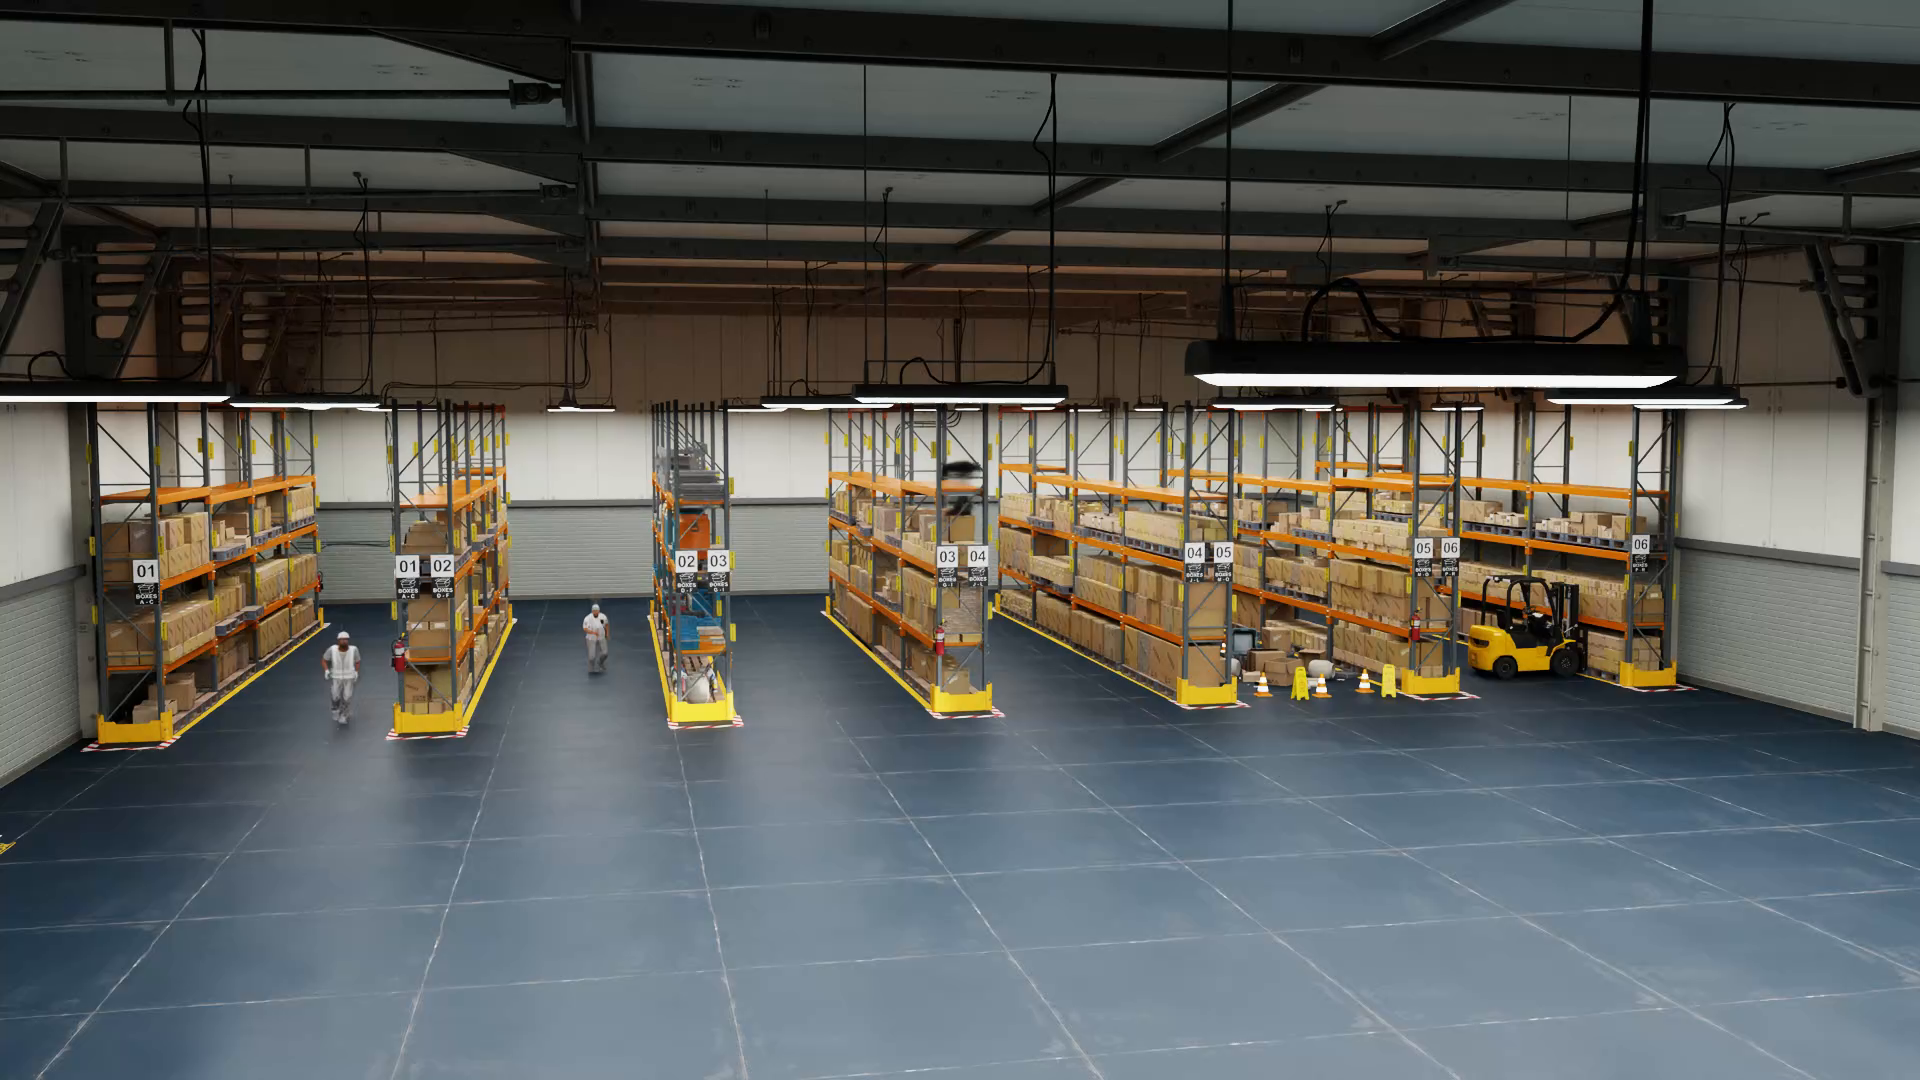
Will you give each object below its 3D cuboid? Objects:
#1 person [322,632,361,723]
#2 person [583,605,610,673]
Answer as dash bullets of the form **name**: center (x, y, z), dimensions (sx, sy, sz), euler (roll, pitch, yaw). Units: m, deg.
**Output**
- **person**: center (-11.420, 2.546, 30.717), dimensions (0.681, 1.721, 0.589), euler (-2, 5, -22)
- **person**: center (-8.021, 2.185, 36.723), dimensions (0.606, 1.556, 0.772), euler (-2, 5, -23)
